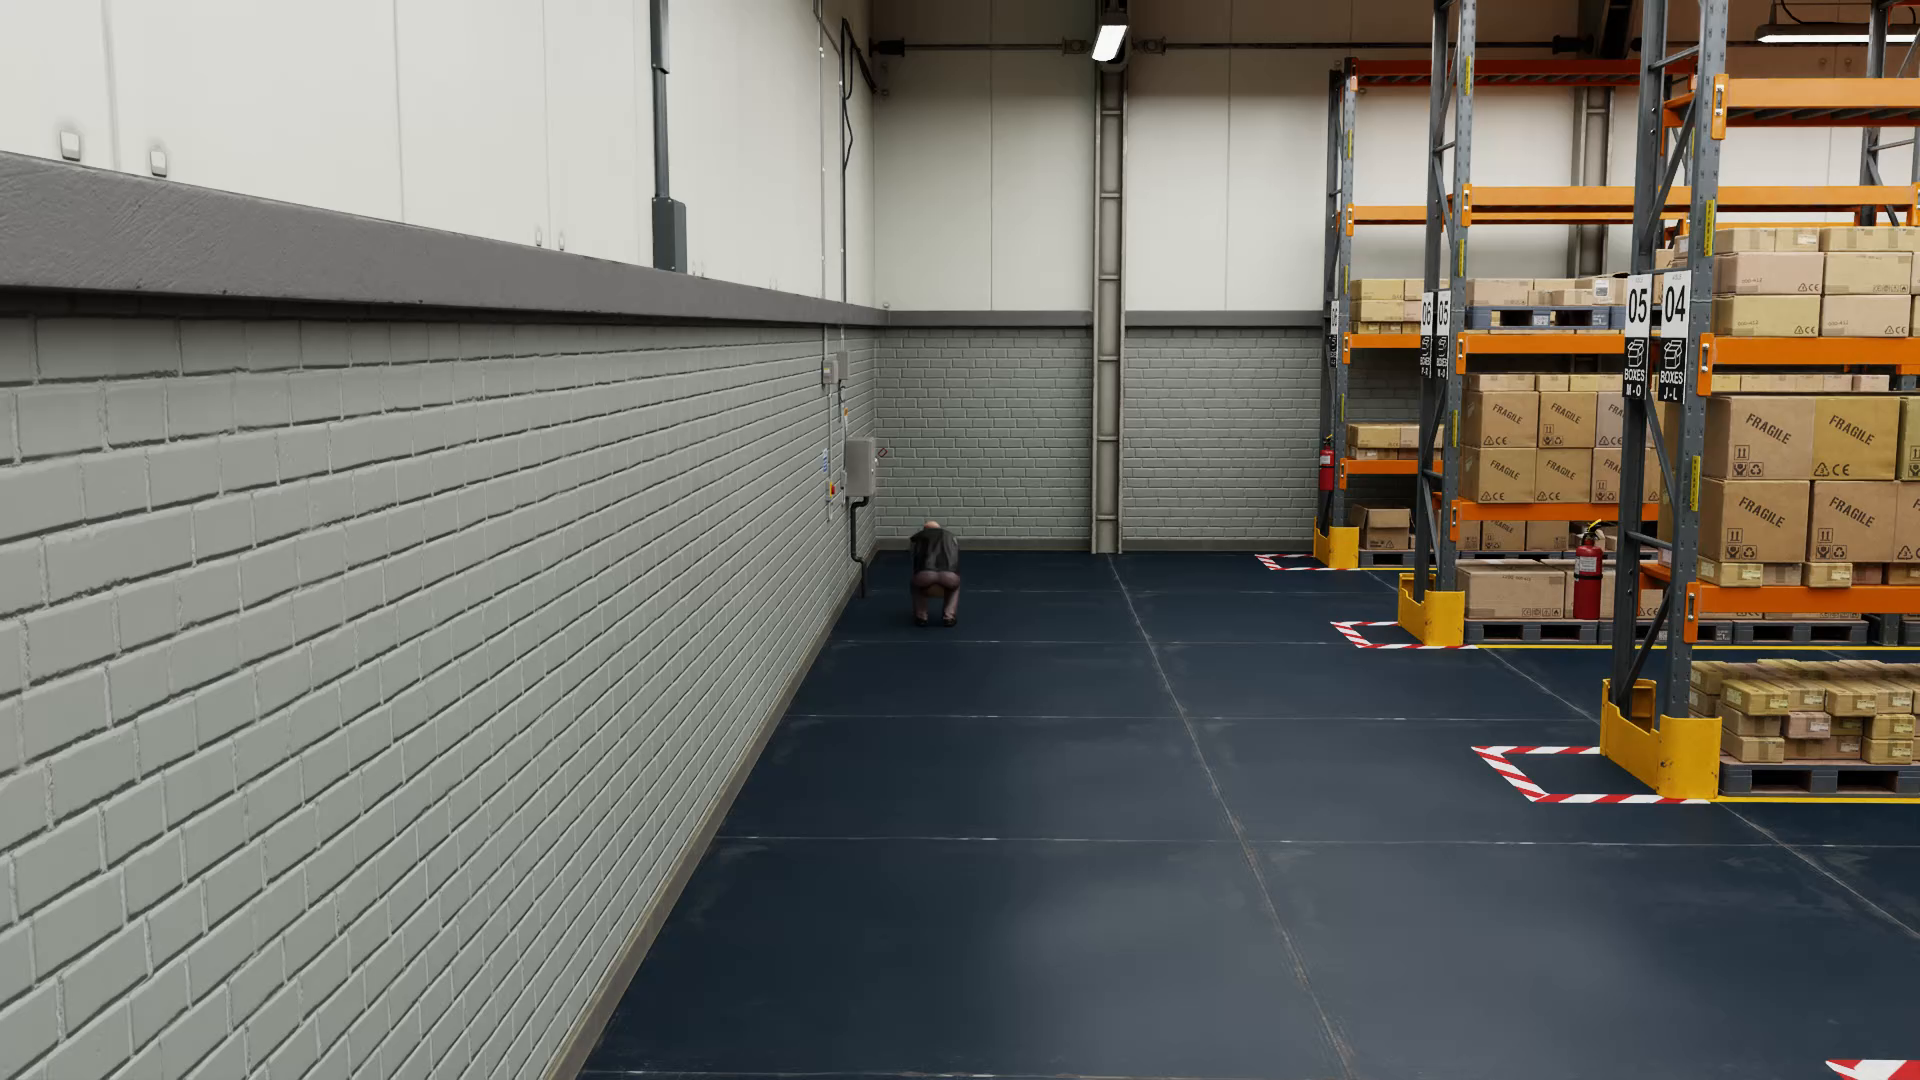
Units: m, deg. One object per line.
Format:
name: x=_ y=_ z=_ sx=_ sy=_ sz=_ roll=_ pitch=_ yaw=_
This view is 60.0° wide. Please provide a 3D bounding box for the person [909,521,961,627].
person: x=-0.244 y=0.339 z=16.293 sx=0.509 sy=0.953 sz=0.896 roll=0 pitch=7 yaw=0
